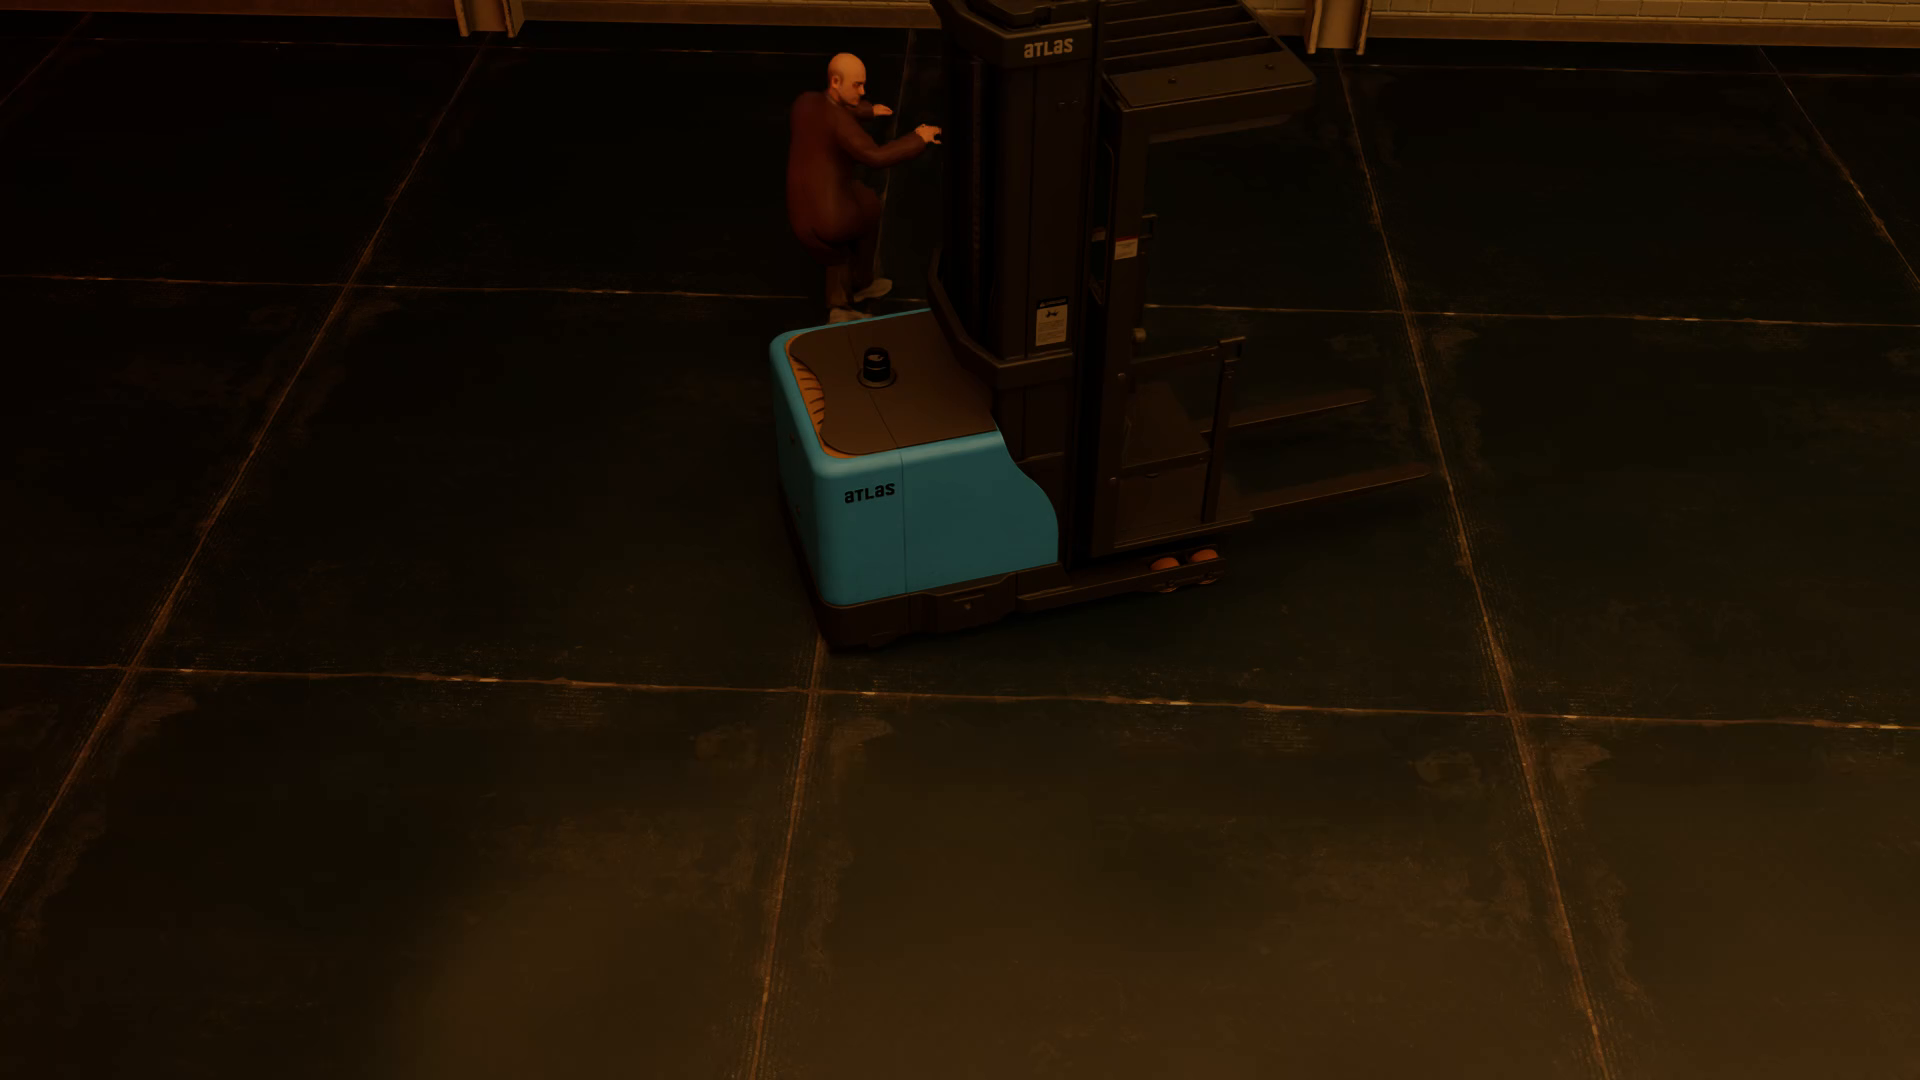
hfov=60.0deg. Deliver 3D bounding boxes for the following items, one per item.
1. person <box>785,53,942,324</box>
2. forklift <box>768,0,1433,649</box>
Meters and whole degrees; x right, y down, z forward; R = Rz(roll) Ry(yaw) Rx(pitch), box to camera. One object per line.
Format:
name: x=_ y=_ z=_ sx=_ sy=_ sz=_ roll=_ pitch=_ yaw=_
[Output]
person: x=-0.471 y=-1.875 z=8.879 sx=0.875 sy=1.512 sz=1.185 roll=18 pitch=46 yaw=19
forklift: x=0.719 y=-1.171 z=7.025 sx=3.031 sy=2.935 sz=1.130 roll=-11 pitch=44 yaw=-12
